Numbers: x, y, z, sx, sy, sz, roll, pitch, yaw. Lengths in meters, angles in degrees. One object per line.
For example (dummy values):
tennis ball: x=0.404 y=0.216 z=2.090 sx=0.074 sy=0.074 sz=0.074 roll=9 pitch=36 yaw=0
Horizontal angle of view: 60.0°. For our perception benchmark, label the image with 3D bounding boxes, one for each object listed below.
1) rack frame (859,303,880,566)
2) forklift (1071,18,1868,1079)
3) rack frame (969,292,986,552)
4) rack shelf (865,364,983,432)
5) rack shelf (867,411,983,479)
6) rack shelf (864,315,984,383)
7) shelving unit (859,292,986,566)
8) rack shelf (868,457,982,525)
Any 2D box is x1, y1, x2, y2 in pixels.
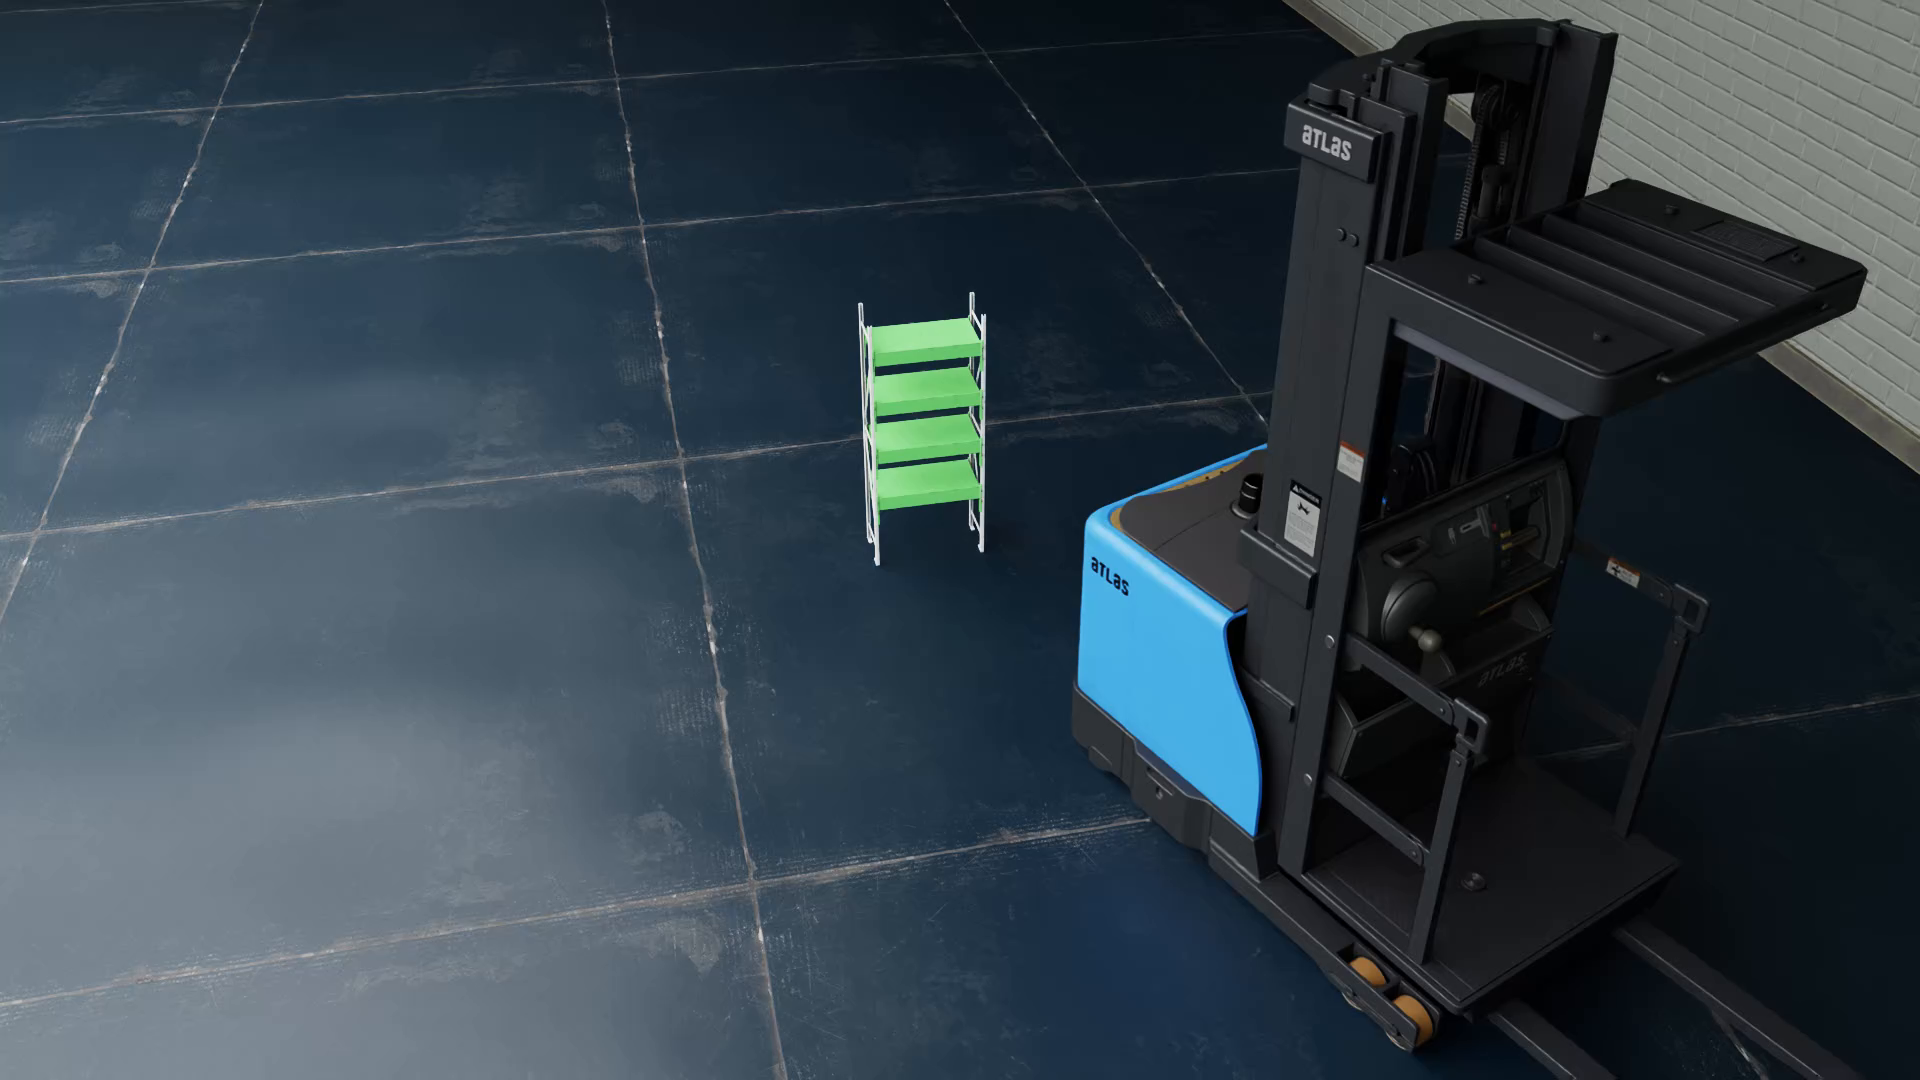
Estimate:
rack frame: x=-0.399 y=-0.448 z=7.341 sx=0.015 sy=1.200 sz=0.240 roll=-7 pitch=35 yaw=-11
forklift: x=1.681 y=0.104 z=4.965 sx=1.130 sy=2.935 sz=3.031 roll=-21 pitch=39 yaw=-28
rack frame: x=0.077 y=-0.508 z=7.430 sx=0.015 sy=1.200 sz=0.240 roll=-7 pitch=35 yaw=-11
rack shelf: x=-0.161 y=-0.624 z=7.287 sx=0.480 sy=0.148 sz=0.258 roll=-7 pitch=35 yaw=-11
rack shelf: x=-0.161 y=-0.425 z=7.421 sx=0.480 sy=0.148 sz=0.258 roll=-7 pitch=35 yaw=-11
rack shelf: x=-0.161 y=-0.823 z=7.154 sx=0.480 sy=0.148 sz=0.258 roll=-7 pitch=35 yaw=-11
shelving unit: x=-0.161 y=-0.478 z=7.385 sx=0.503 sy=1.200 sz=0.258 roll=-7 pitch=35 yaw=-11
rack shelf: x=-0.161 y=-0.226 z=7.555 sx=0.480 sy=0.148 sz=0.258 roll=-7 pitch=35 yaw=-11
